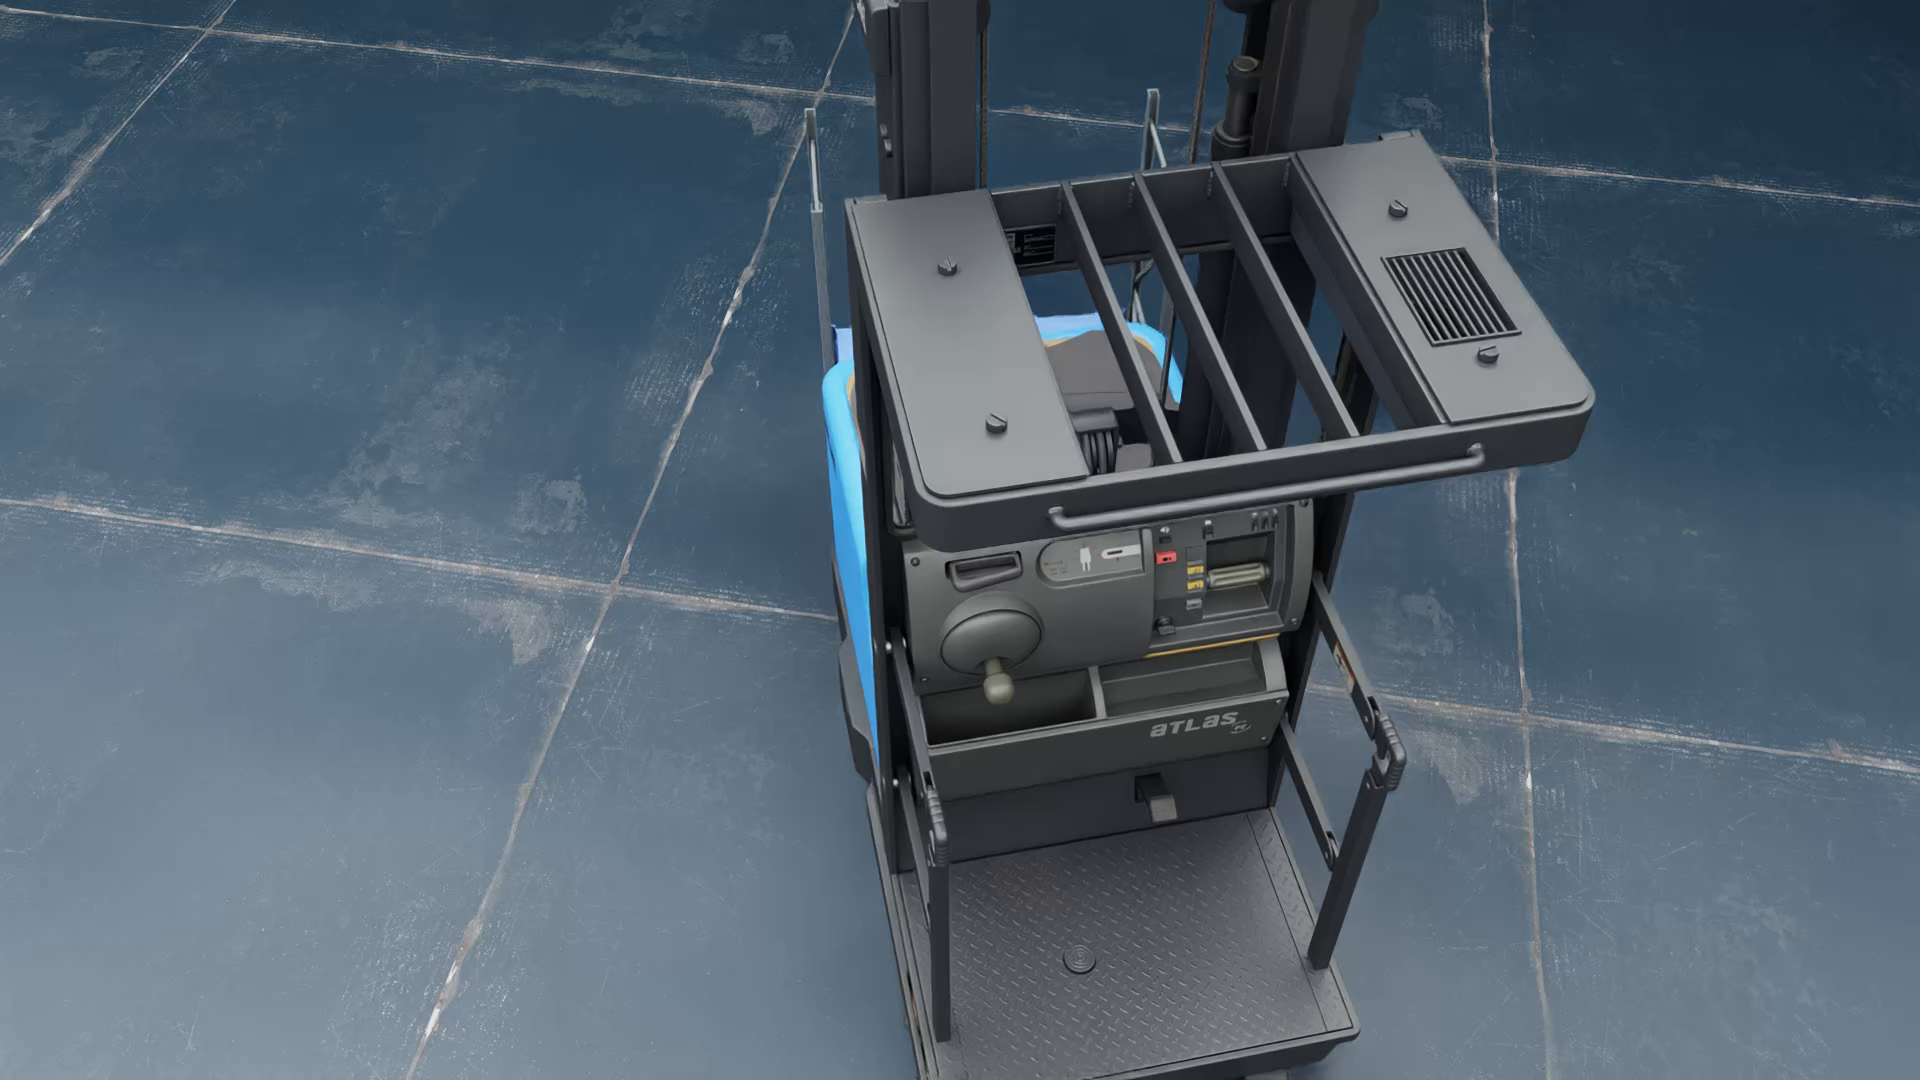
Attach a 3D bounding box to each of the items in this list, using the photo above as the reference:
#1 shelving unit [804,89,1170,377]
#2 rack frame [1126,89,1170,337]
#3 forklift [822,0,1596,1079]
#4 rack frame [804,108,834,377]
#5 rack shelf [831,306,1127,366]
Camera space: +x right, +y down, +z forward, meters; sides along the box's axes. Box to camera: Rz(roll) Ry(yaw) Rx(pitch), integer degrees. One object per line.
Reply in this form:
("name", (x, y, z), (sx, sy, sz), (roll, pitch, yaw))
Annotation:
("shelving unit", (0.090, -0.616, 5.295), (1.048, 1.500, 0.538), (-4, 48, -4))
("rack frame", (0.596, -0.653, 5.329), (0.032, 1.500, 0.500), (-4, 48, -4))
("forklift", (0.384, 0.225, 3.578), (1.130, 2.935, 3.031), (-9, 49, -8))
("rack frame", (-0.416, -0.579, 5.262), (0.032, 1.500, 0.500), (-4, 48, -4))
("rack shelf", (0.090, -0.496, 5.429), (1.000, 0.185, 0.538), (-4, 48, -4))
